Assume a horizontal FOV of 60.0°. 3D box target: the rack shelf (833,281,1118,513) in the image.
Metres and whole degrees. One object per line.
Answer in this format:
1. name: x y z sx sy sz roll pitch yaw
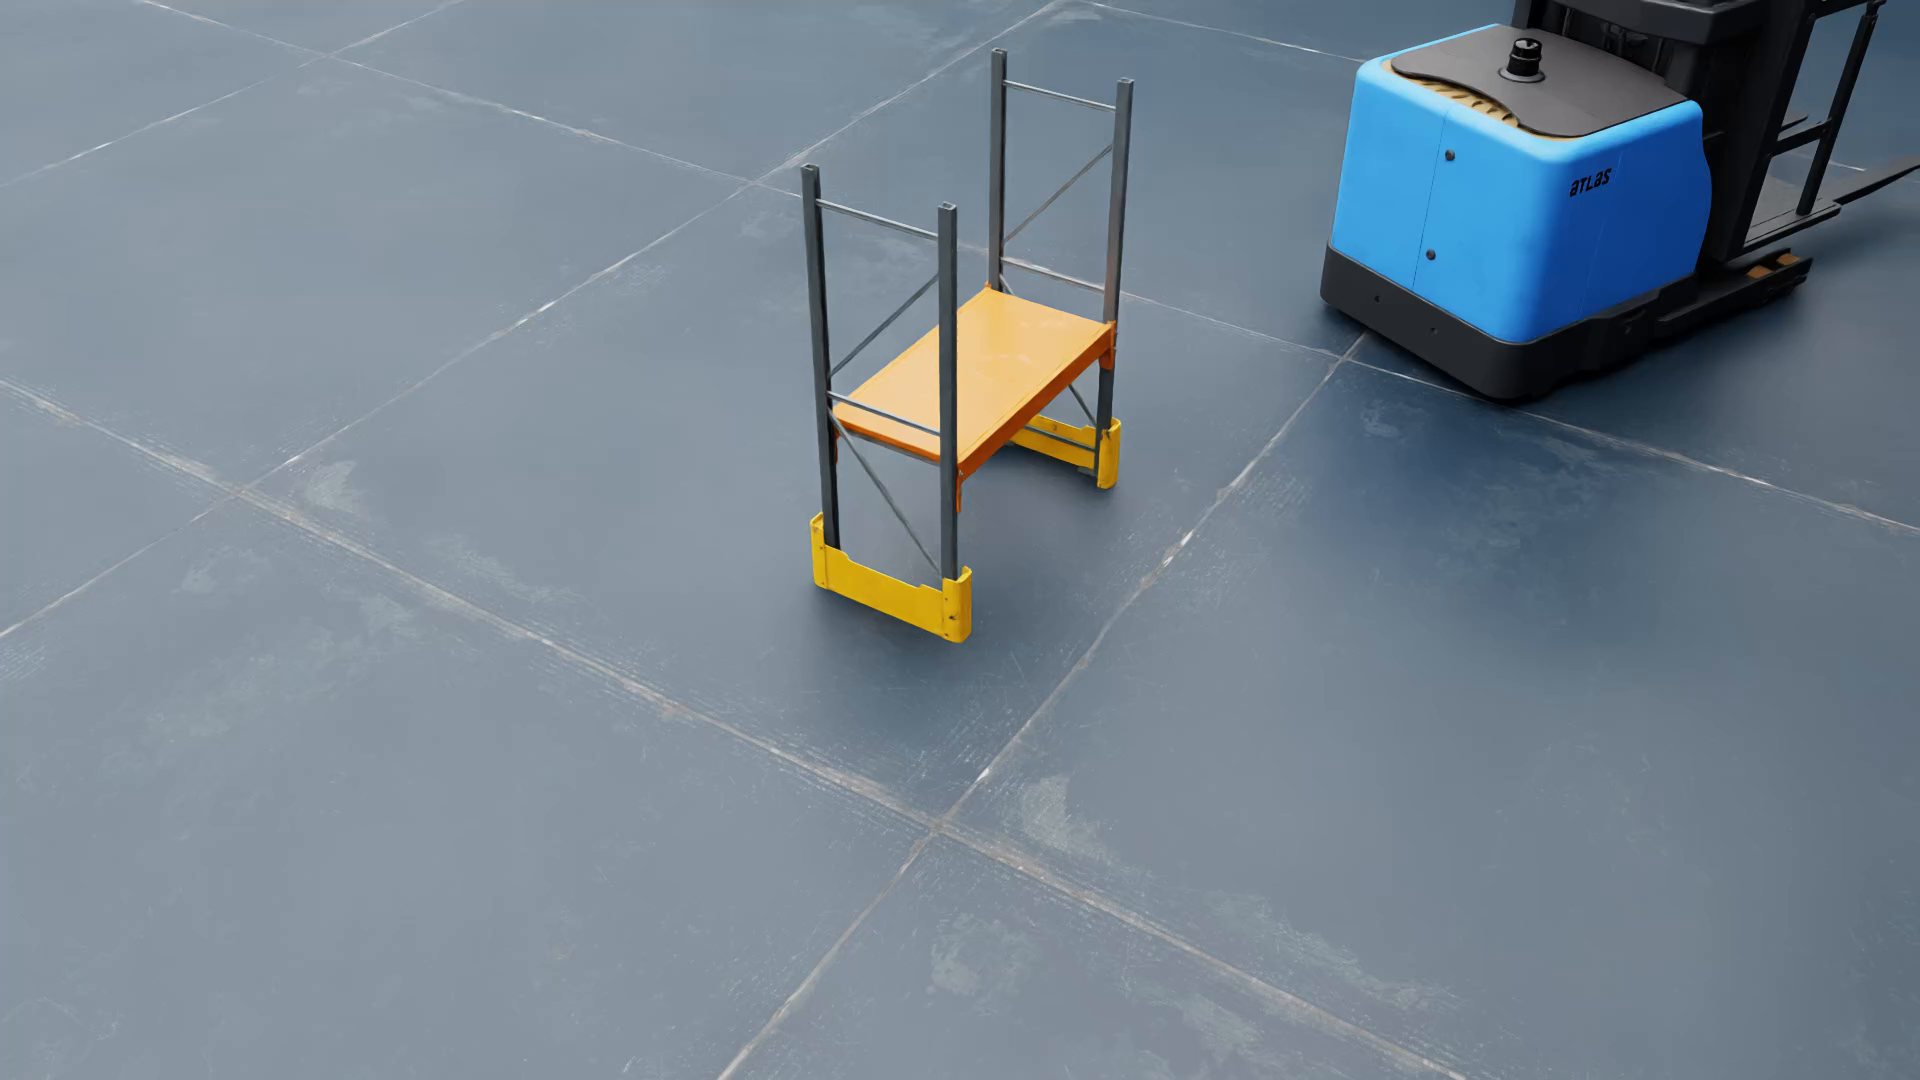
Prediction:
1. rack shelf: 0.046 -0.496 5.459 0.538 0.185 1.000 21 42 25

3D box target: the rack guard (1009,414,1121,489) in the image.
1. rack guard: 0.308 -0.395 6.058 0.587 0.250 0.087 21 42 25

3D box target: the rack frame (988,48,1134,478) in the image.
1. rack frame: 0.318 -0.900 5.689 0.500 1.500 0.032 21 42 25

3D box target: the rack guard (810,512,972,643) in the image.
1. rack guard: -0.226 0.118 5.392 0.587 0.250 0.087 21 42 25

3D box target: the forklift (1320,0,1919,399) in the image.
1. forklift: 3.015 -2.395 6.456 3.031 2.935 1.130 -22 43 -26

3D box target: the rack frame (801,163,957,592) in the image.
1. rack frame: -0.227 -0.376 5.009 0.500 1.500 0.032 21 42 25

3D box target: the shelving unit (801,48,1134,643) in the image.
1. shelving unit: 0.041 -0.633 5.343 0.587 1.500 1.083 21 42 25
